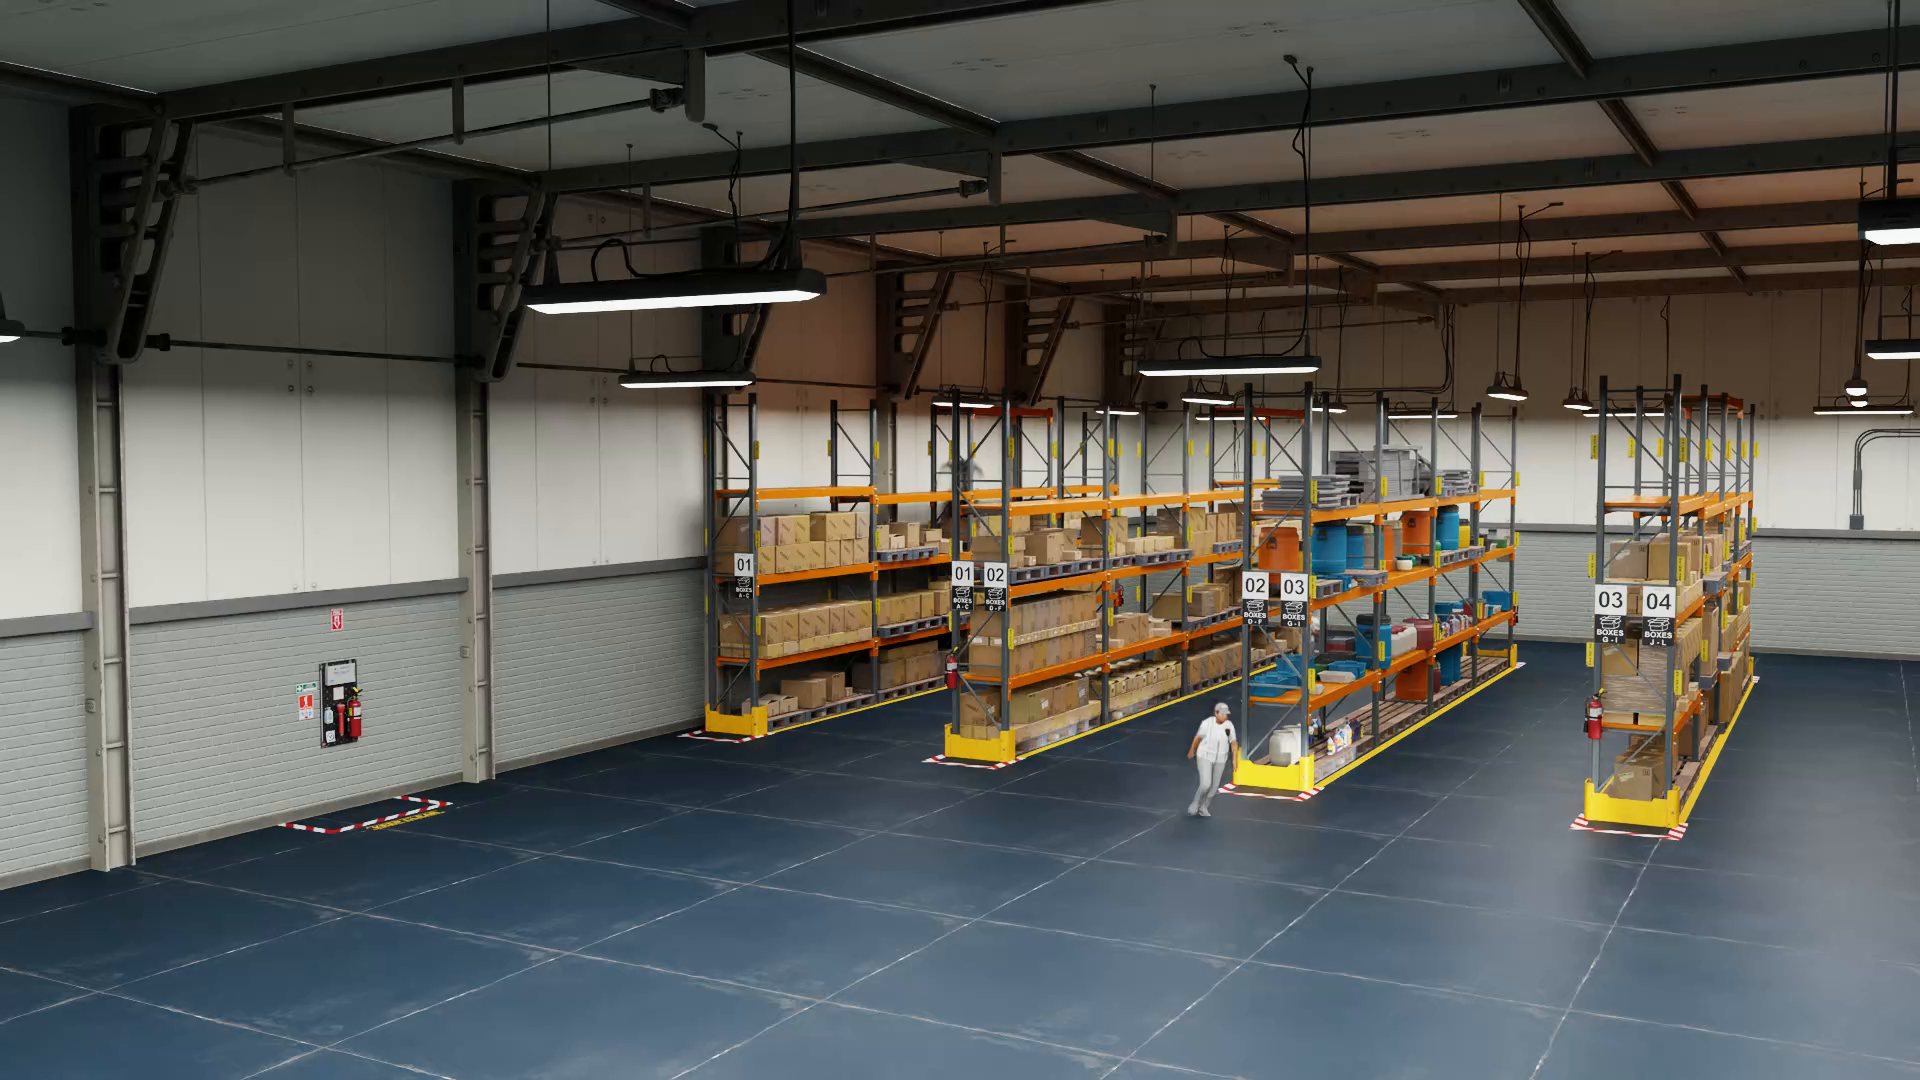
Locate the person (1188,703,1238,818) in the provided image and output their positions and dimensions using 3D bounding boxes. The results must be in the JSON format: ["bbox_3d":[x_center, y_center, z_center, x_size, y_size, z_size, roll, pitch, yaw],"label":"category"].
[{"bbox_3d":[3.430,2.981,22.526,0.622,1.608,0.649,-1,3,-12],"label":"person"}]

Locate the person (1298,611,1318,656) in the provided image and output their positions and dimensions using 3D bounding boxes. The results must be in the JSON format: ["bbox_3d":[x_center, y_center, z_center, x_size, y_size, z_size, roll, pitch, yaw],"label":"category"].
[{"bbox_3d":[7.548,2.234,36.101,0.464,1.699,0.791,1,3,19],"label":"person"}]
